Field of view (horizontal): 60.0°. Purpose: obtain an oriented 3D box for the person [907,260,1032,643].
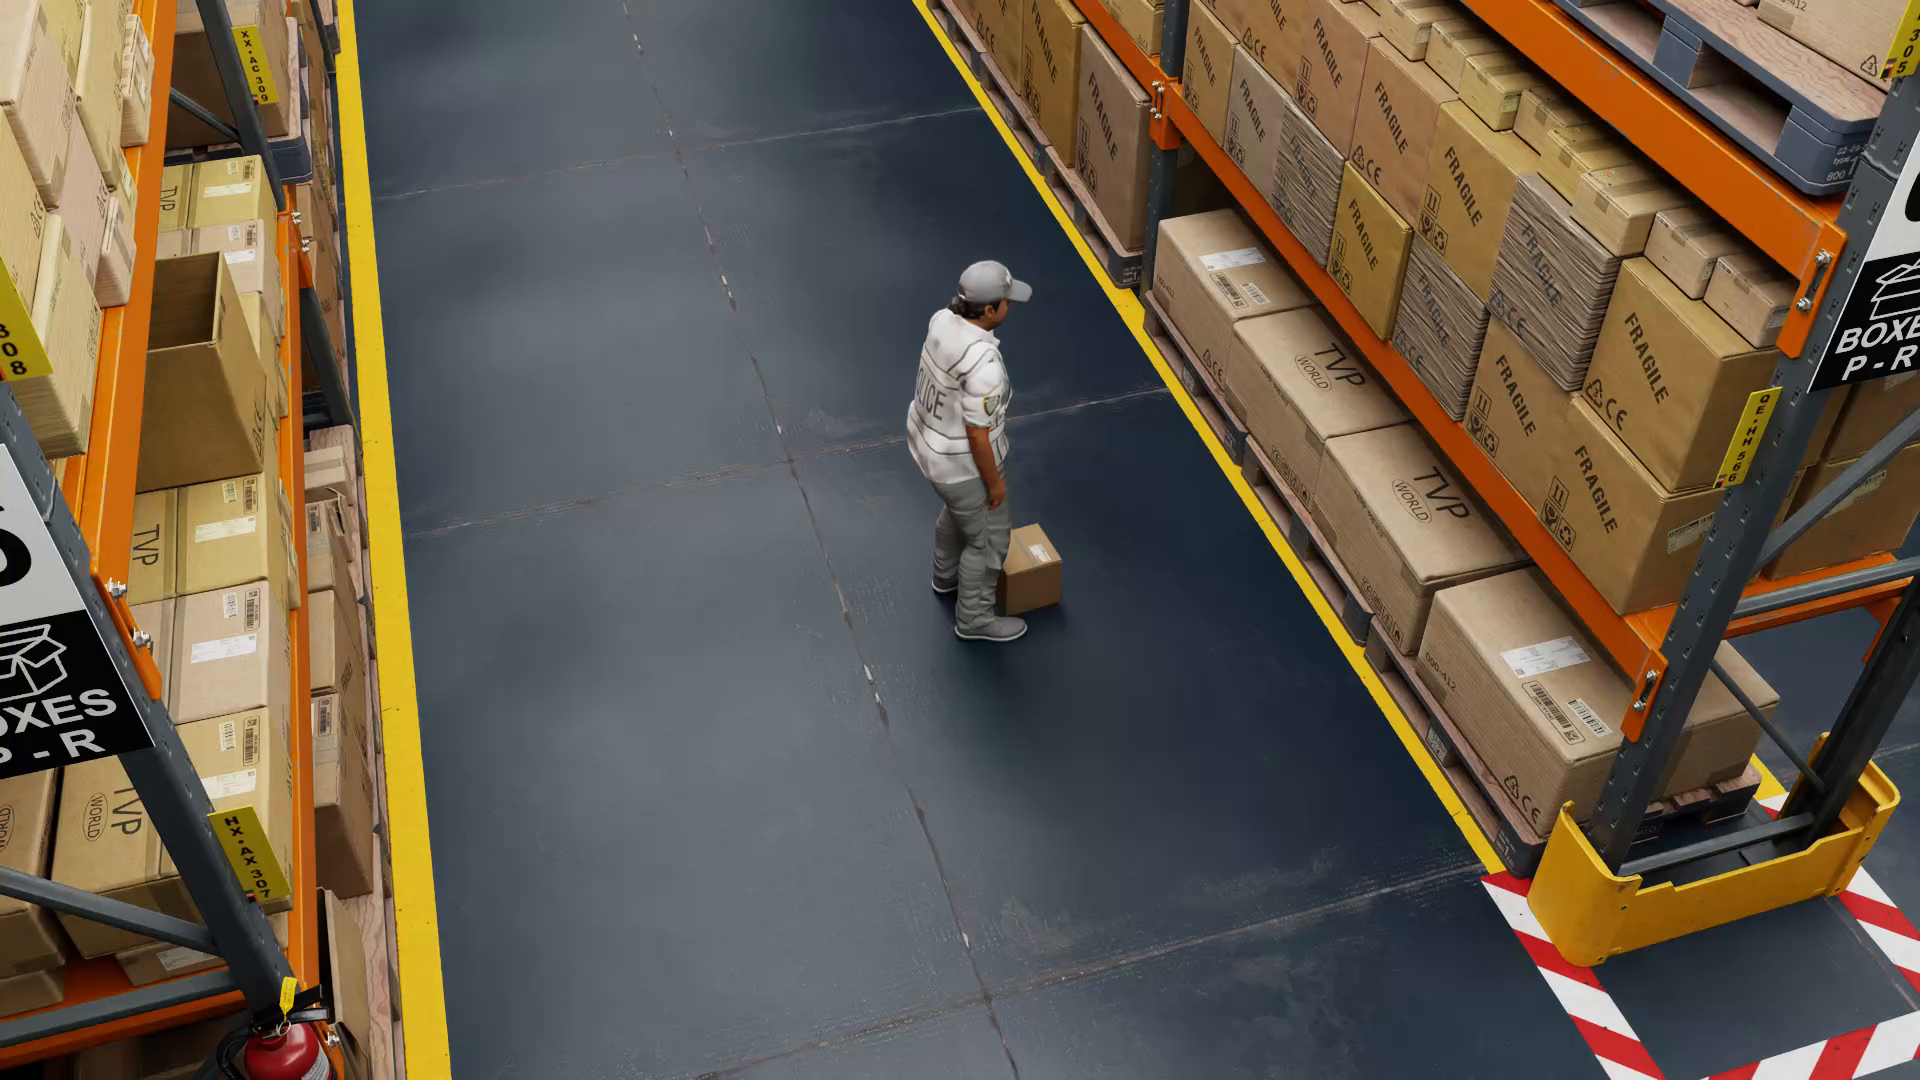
[{"bbox_3d":[0.052,-0.344,6.533,0.469,1.664,0.551,-14,44,-15],"label":"person"}]
